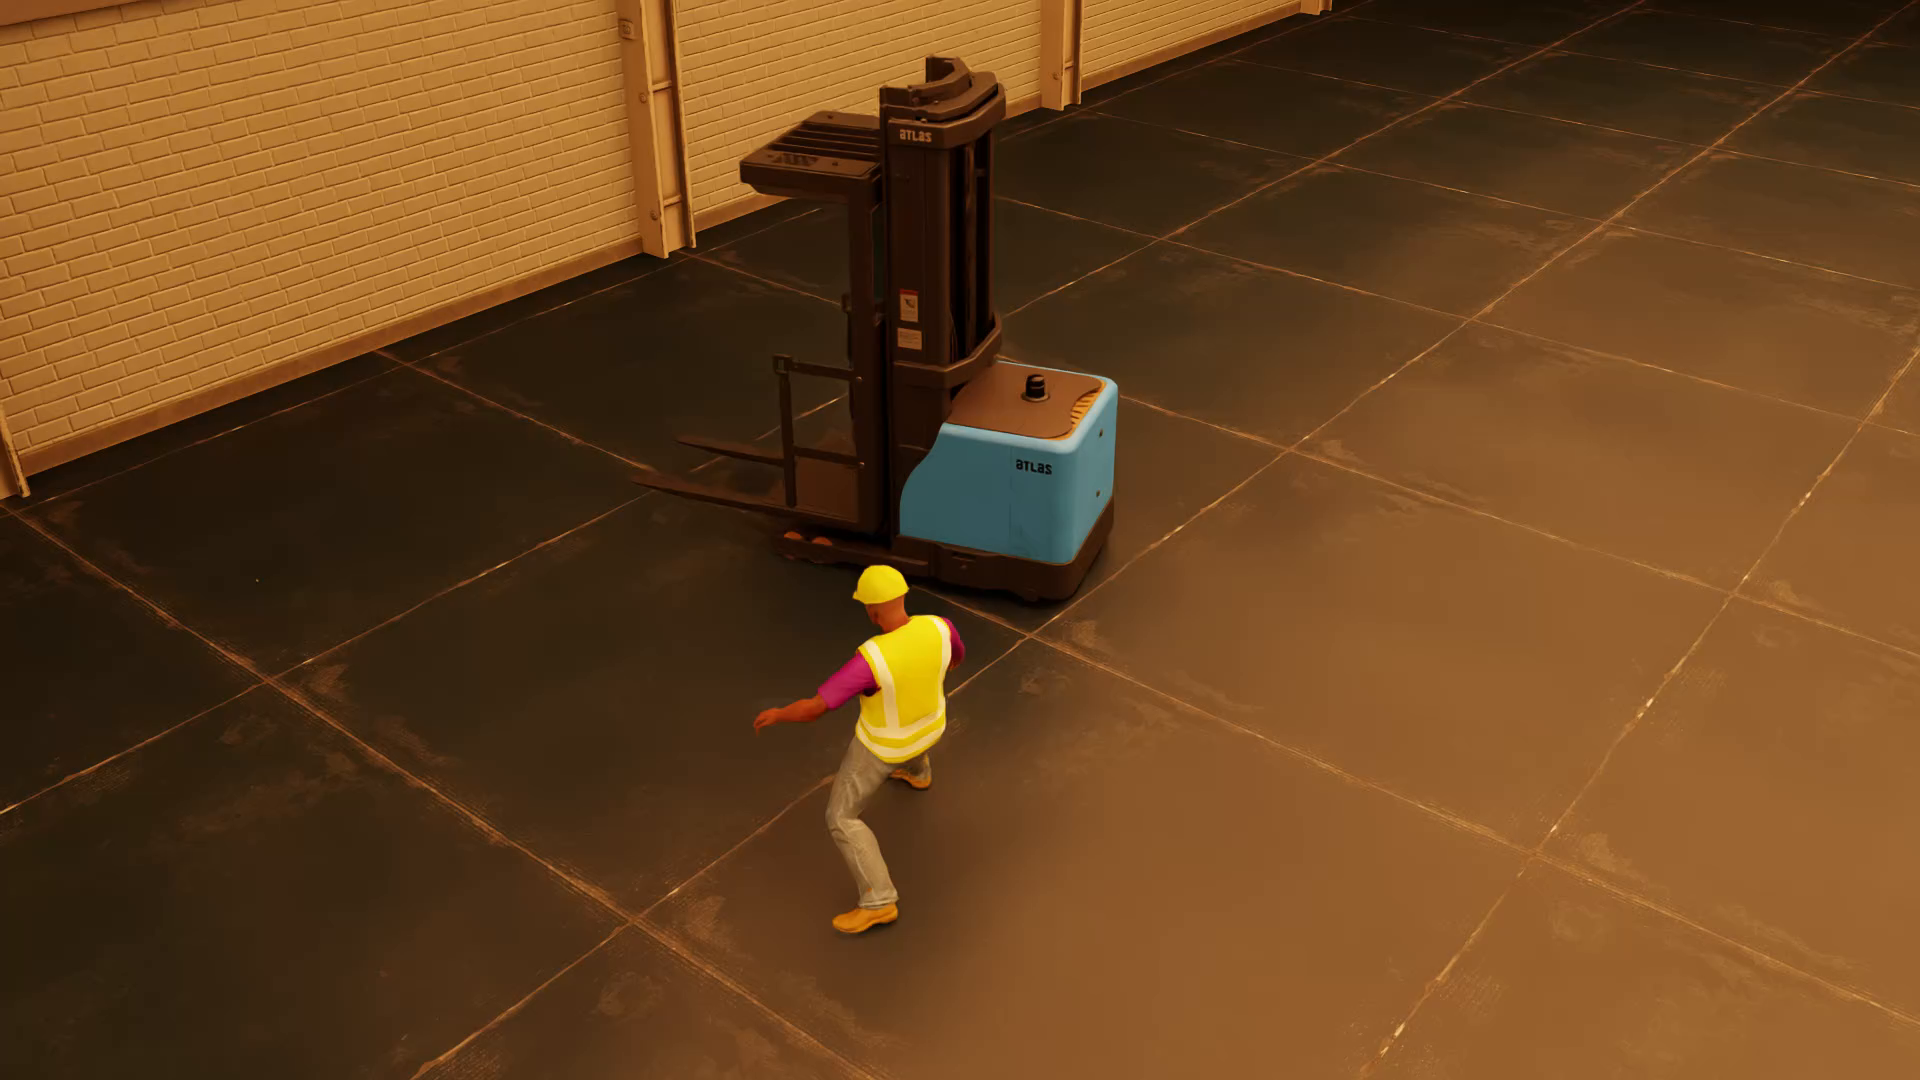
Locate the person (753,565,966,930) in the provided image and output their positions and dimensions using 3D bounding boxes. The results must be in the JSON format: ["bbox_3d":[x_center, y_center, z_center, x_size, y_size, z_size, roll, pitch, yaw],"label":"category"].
[{"bbox_3d":[-0.396,0.803,7.593,1.028,1.613,0.929,-24,38,-35],"label":"person"}]

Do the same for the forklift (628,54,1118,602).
[{"bbox_3d":[-0.606,-1.351,9.907,3.031,2.935,1.130,11,32,18],"label":"forklift"}]
